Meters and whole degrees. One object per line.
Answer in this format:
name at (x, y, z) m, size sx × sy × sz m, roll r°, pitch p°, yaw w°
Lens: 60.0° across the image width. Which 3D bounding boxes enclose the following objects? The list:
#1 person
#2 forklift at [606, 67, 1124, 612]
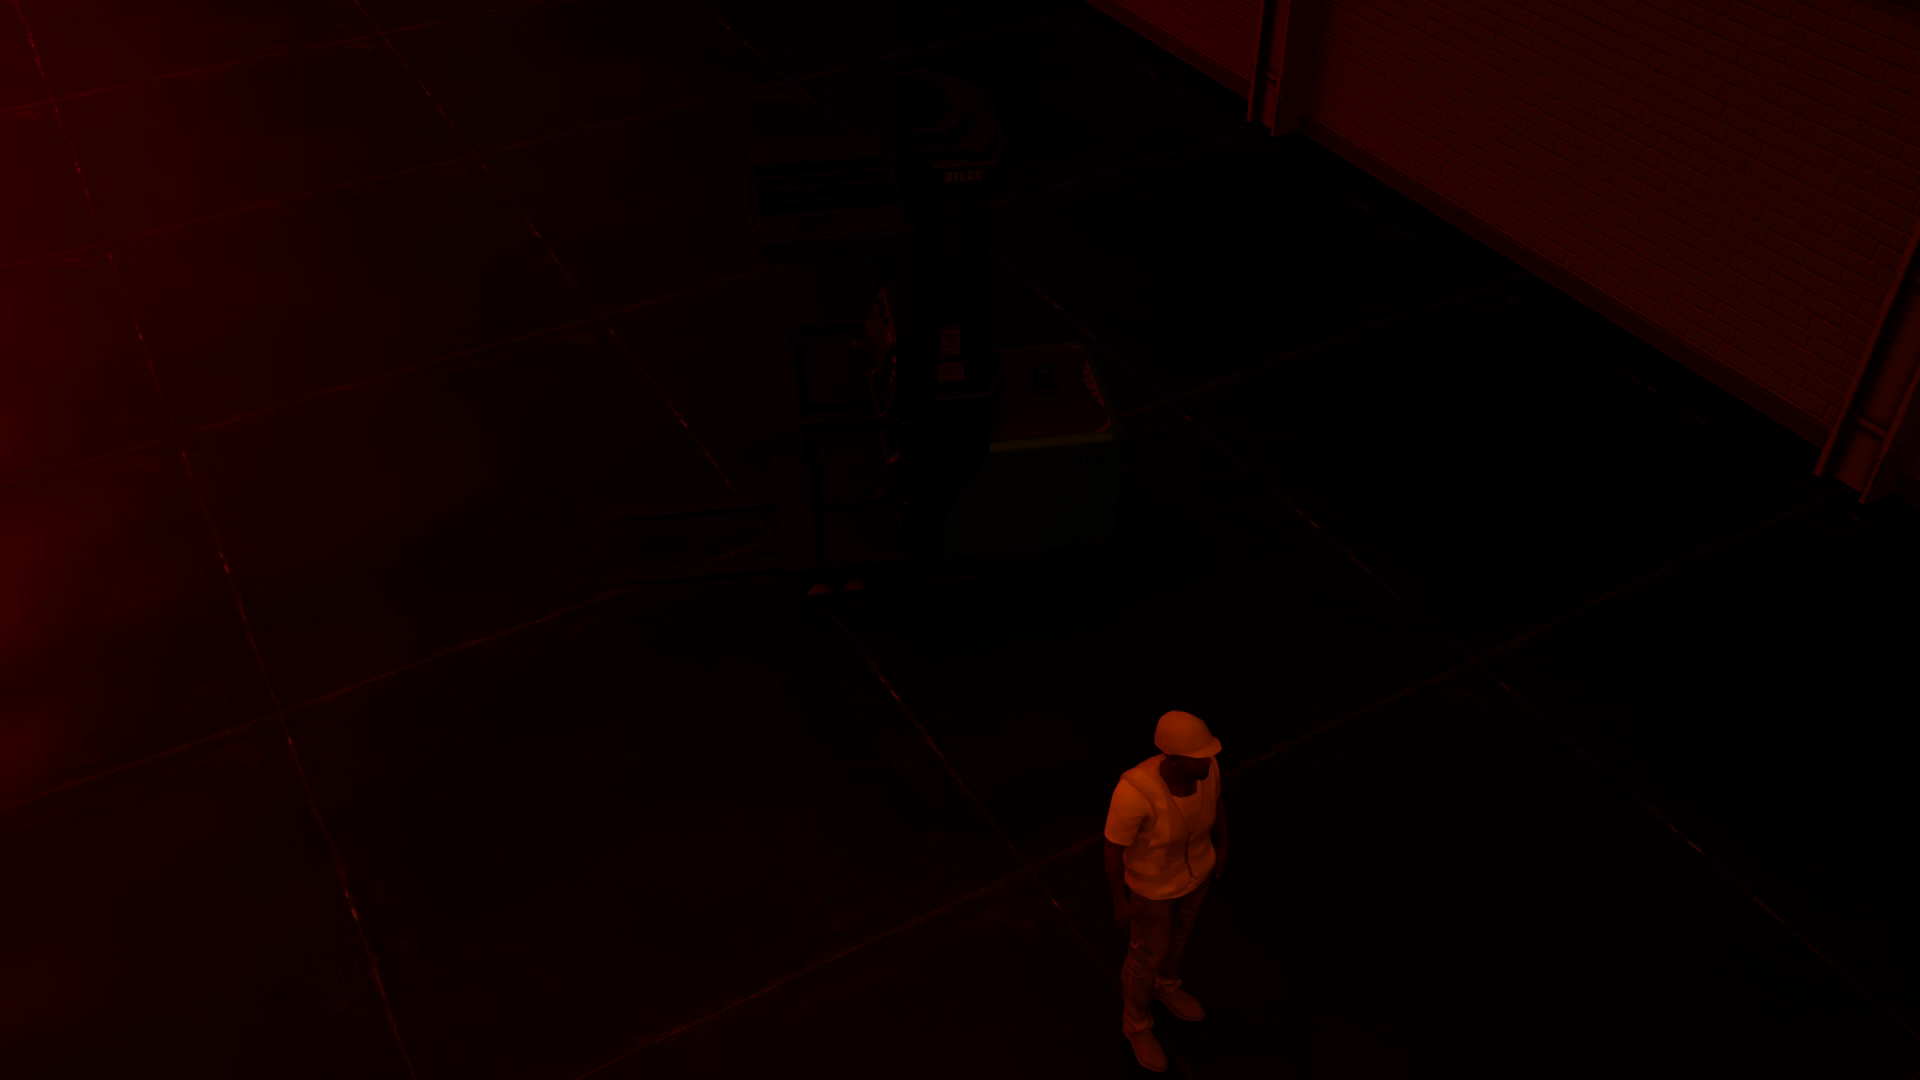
person at (0.946, 1.474, 7.163) m, size 0.665 × 1.768 × 0.566 m, roll -25°, pitch 46°, yaw -27°
forklift at (-0.616, -1.066, 9.322) m, size 3.031 × 2.935 × 1.130 m, roll -6°, pitch 40°, yaw -7°
